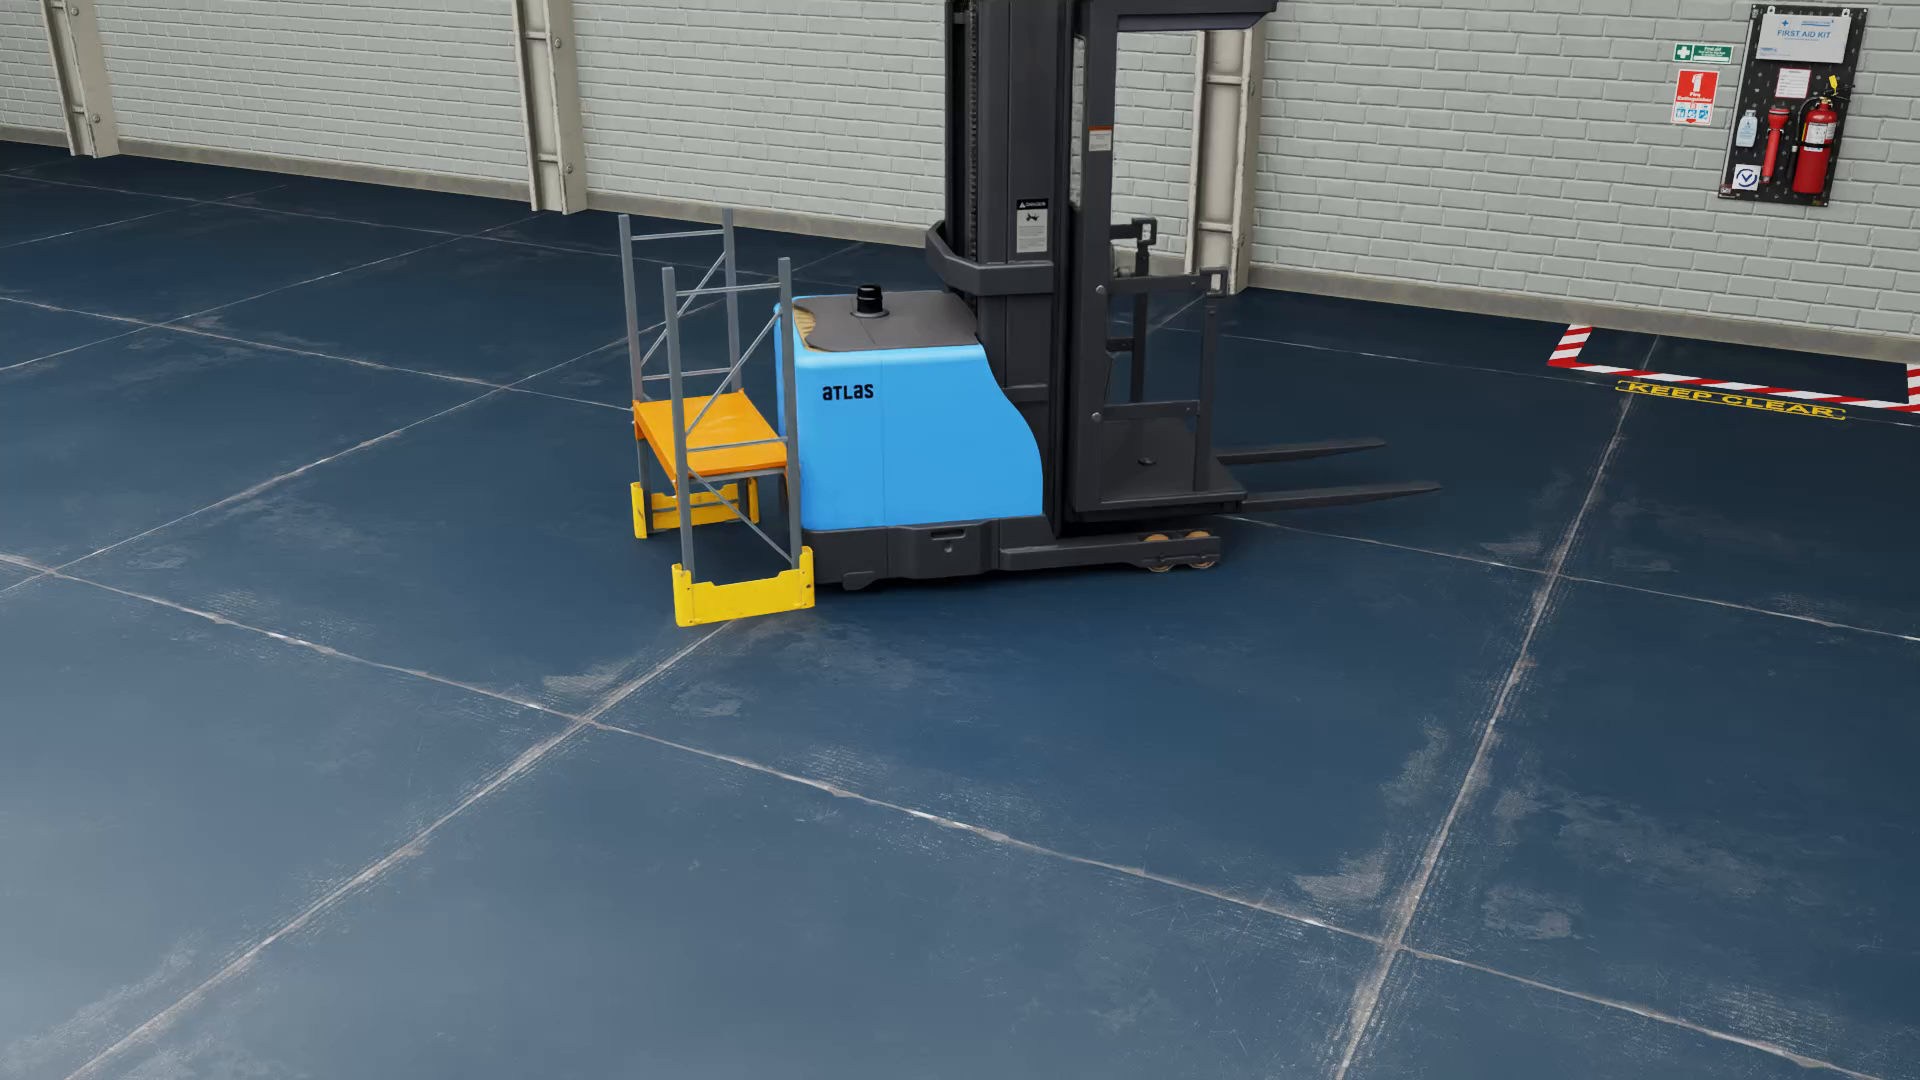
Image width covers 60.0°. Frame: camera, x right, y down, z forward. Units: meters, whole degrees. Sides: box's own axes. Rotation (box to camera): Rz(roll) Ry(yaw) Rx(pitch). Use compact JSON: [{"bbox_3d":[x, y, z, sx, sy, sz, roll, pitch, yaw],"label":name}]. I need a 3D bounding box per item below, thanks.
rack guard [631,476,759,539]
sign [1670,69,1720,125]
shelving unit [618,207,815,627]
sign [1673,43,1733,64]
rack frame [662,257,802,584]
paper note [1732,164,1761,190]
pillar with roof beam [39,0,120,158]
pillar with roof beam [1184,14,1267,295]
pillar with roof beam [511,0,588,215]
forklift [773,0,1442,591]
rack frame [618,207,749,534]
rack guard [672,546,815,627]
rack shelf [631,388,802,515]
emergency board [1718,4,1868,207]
[{"bbox_3d":[-1.244,-0.173,7.838,0.587,0.250,0.087,-8,24,-18],"label":"rack guard"},{"bbox_3d":[4.577,-2.758,10.357,0.234,0.329,0.001,11,25,25],"label":"sign"},{"bbox_3d":[-1.074,-0.565,7.163,0.587,1.500,1.083,-8,24,-18],"label":"shelving unit"},{"bbox_3d":[4.577,-2.998,10.244,0.331,0.109,0.001,11,25,25],"label":"sign"},{"bbox_3d":[-0.903,-0.382,6.731,0.500,1.500,0.032,-8,24,-18],"label":"rack frame"},{"bbox_3d":[4.897,-2.258,10.353,0.142,0.148,0.016,11,25,25],"label":"paper note"},{"bbox_3d":[-10.794,-6.594,11.757,0.400,9.000,9.100,11,25,25],"label":"pillar with roof beam"},{"bbox_3d":[-0.085,-4.475,6.774,0.400,9.000,9.100,11,25,25],"label":"pillar with roof beam"},{"bbox_3d":[-5.440,-5.535,9.266,0.400,9.000,9.100,11,25,25],"label":"pillar with roof beam"},{"bbox_3d":[0.703,-1.403,7.303,3.031,2.935,1.130,-4,23,-10],"label":"forklift"},{"bbox_3d":[-1.250,-0.755,7.610,0.500,1.500,0.032,-8,24,-18],"label":"rack frame"},{"bbox_3d":[-0.904,0.193,6.976,0.587,0.250,0.087,-8,24,-18],"label":"rack guard"},{"bbox_3d":[-1.077,-0.403,7.241,0.538,0.185,1.000,-8,24,-18],"label":"rack shelf"},{"bbox_3d":[5.024,-2.608,10.050,0.643,1.169,0.194,11,25,25],"label":"emergency board"}]
